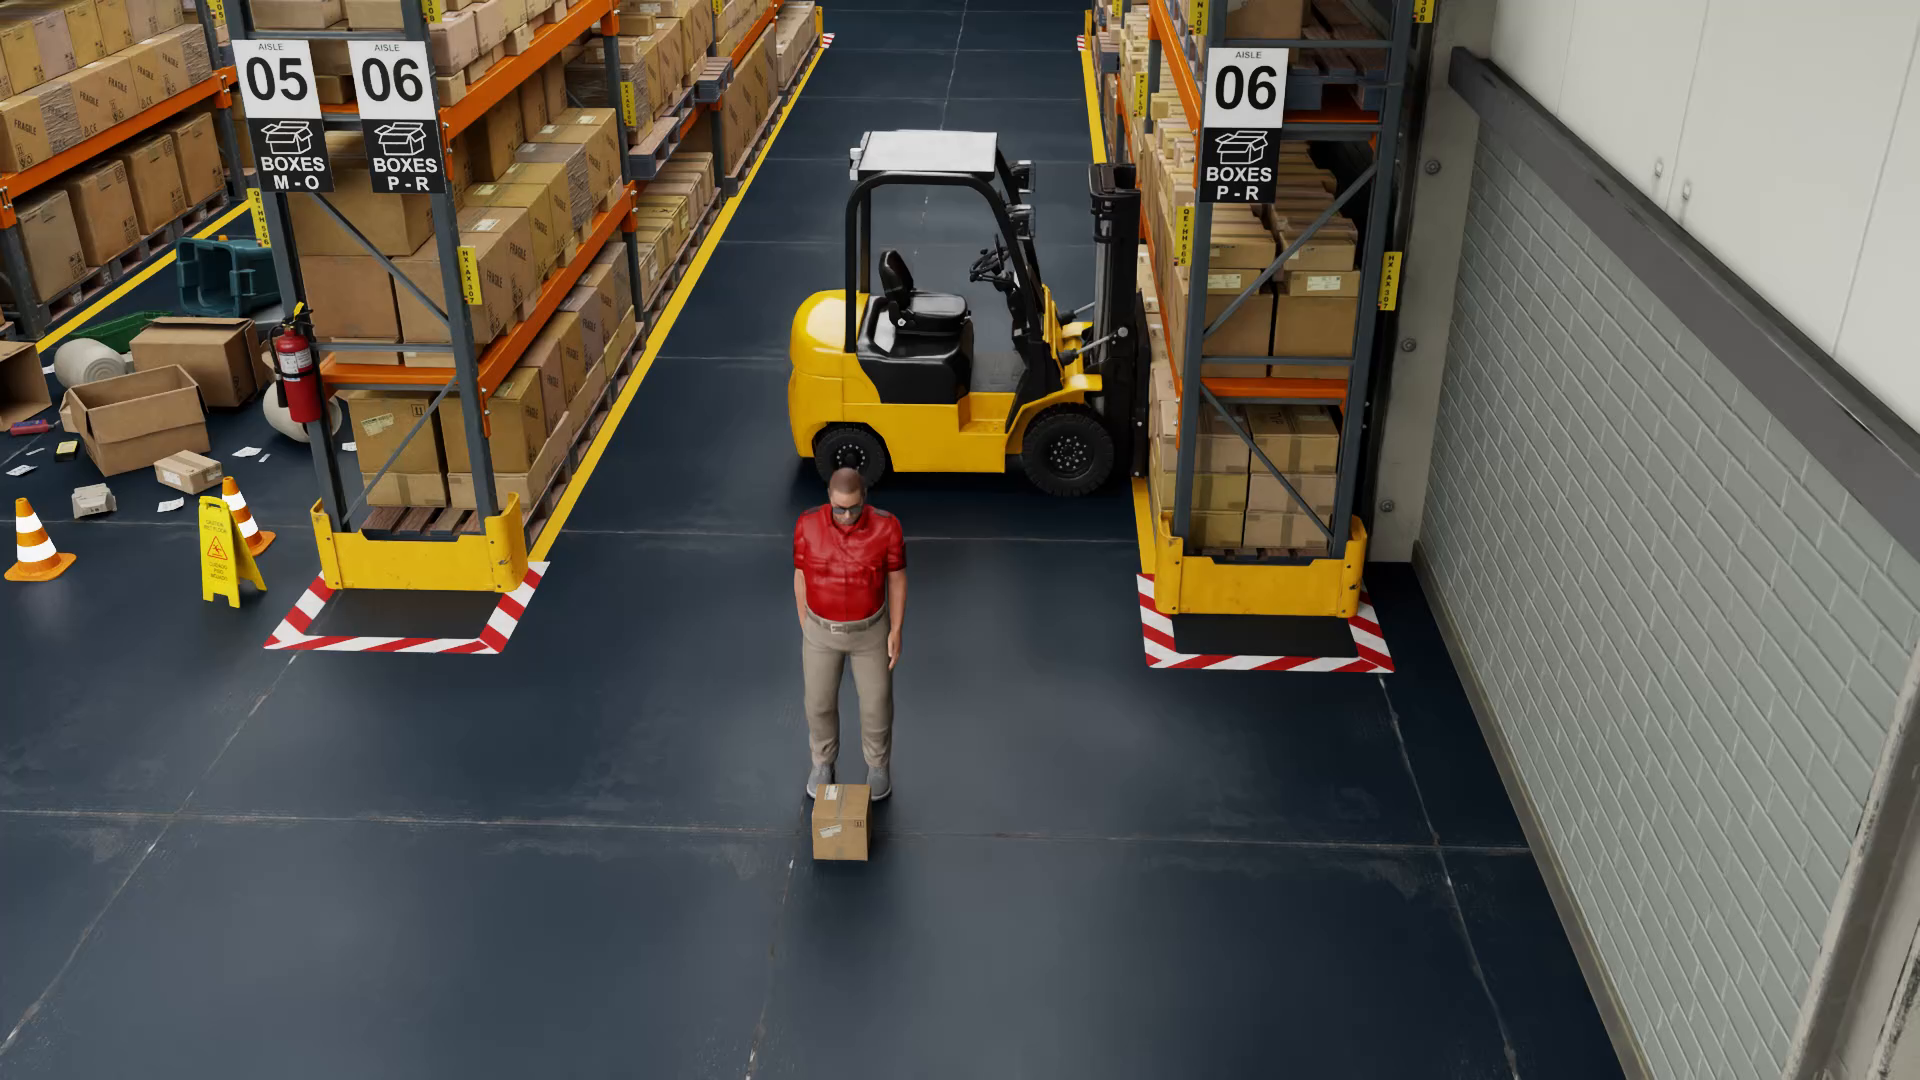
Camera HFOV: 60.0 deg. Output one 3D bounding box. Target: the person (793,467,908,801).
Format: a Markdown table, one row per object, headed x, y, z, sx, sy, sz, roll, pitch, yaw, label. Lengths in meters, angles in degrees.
| x | y | z | sx | sy | sz | roll | pitch | yaw | label |
| --- | --- | --- | --- | --- | --- | --- | --- | --- | --- |
| -0.510 | 0.436 | 7.832 | 0.534 | 1.717 | 0.357 | 2 | 28 | 3 | person |
